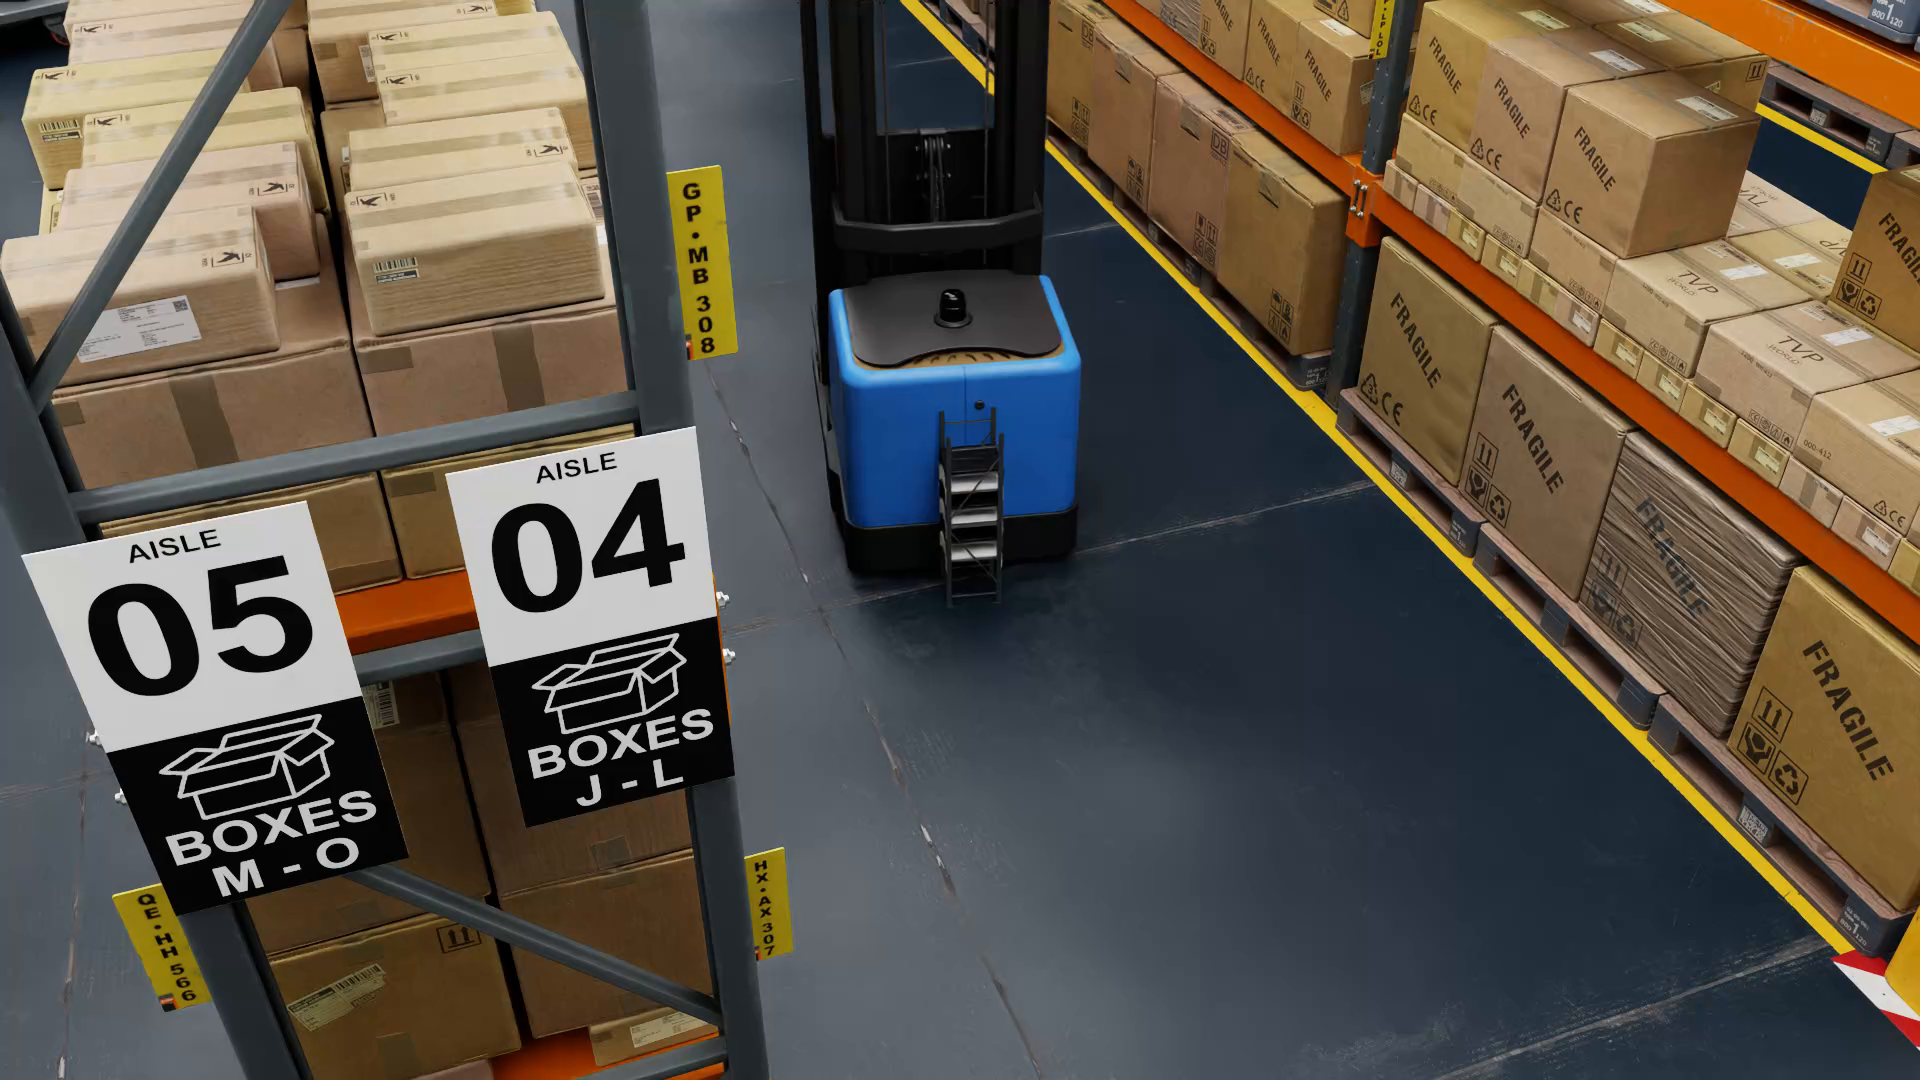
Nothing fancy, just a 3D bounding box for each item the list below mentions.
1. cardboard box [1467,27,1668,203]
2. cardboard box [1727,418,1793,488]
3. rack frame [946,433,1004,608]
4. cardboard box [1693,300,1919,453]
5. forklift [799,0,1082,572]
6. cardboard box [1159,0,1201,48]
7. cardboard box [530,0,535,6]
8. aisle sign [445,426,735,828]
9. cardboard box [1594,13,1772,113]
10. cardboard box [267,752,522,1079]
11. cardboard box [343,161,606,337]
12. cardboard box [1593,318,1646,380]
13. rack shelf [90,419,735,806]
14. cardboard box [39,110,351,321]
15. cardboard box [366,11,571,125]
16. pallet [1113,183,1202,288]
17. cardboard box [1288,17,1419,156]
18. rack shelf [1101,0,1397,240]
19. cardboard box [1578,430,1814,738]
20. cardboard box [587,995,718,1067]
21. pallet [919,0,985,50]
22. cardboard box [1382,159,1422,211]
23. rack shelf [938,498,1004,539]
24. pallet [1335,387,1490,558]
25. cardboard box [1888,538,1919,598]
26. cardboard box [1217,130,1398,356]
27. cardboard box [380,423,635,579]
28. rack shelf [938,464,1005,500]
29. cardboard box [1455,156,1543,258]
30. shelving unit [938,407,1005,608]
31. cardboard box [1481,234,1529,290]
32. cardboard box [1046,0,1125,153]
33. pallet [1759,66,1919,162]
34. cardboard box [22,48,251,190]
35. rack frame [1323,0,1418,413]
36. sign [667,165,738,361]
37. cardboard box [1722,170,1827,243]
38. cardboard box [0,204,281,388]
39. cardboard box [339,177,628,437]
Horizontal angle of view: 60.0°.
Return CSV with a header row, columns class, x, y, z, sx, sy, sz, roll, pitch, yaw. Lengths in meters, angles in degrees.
class,x,y,z,sx,sy,sz,roll,pitch,yaw
cardboard box,2.483,-1.753,6.838,0.500,0.500,0.500,-12,39,-16
cardboard box,2.988,-0.347,5.927,0.380,0.149,0.250,-13,39,-17
rack frame,0.062,-0.069,7.094,0.240,0.900,0.006,-5,37,-6
cardboard box,3.007,-0.590,5.917,0.500,0.250,0.500,-14,39,-17
forklift,-0.187,-1.907,7.846,1.130,2.935,3.031,-5,37,-6
cardboard box,1.461,-3.104,9.294,0.500,0.500,0.500,-12,39,-16
cardboard box,-1.345,-1.276,4.167,0.500,0.250,0.500,-14,39,-18
aisle sign,-0.612,0.173,2.867,0.394,0.787,0.004,-12,39,-16
cardboard box,2.974,-1.868,6.991,0.500,0.500,0.500,-12,39,-15
cardboard box,-1.315,0.873,3.768,0.500,0.500,0.500,-12,39,-15
cardboard box,-0.817,-0.495,2.799,0.380,0.149,0.250,-13,39,-16
cardboard box,2.724,-0.781,6.502,0.380,0.149,0.250,-14,39,-17
rack shelf,-1.607,-0.809,4.435,1.077,0.370,4.000,-12,39,-16
cardboard box,-1.494,-0.602,3.272,0.500,0.250,0.500,-13,39,-17
cardboard box,-0.995,-0.949,3.401,0.380,0.149,0.250,-12,39,-15
pallet,1.636,-1.994,10.222,1.003,0.211,1.213,-12,39,-16
cardboard box,1.979,-2.245,8.154,0.500,0.500,0.500,-12,39,-16
rack shelf,1.708,-2.840,9.625,1.077,0.370,4.000,-12,39,-16
cardboard box,3.164,0.084,6.562,0.875,0.875,0.875,-12,39,-16
cardboard box,-0.723,1.081,4.030,0.380,0.149,0.250,-13,39,-16
pallet,0.336,-4.273,13.248,1.003,0.211,1.213,-12,39,-16
cardboard box,2.186,-1.661,7.671,0.380,0.149,0.250,-12,39,-16
rack shelf,0.048,-0.103,7.194,0.258,0.077,0.200,-5,37,-6
pallet,2.585,-0.438,8.156,1.003,0.211,1.213,-12,39,-16
cardboard box,3.250,0.083,5.356,0.380,0.149,0.250,-12,39,-15
cardboard box,2.157,-1.674,8.896,1.225,0.875,0.875,-12,39,-16
cardboard box,-0.834,-0.213,3.171,0.500,0.250,0.500,-11,38,-14
rack shelf,0.048,-0.247,7.086,0.258,0.077,0.200,-5,37,-6
cardboard box,2.478,-1.455,7.066,0.500,0.250,0.500,-13,39,-16
shelving unit,0.048,-0.130,7.174,0.258,0.900,0.210,-5,37,-6
cardboard box,2.460,-1.216,7.080,0.380,0.149,0.250,-13,39,-17
cardboard box,1.238,-3.182,10.898,1.225,0.875,0.875,-14,39,-18
pallet,6.397,-3.044,11.616,1.003,0.211,1.213,-12,39,-16
cardboard box,-1.584,-0.823,3.235,0.380,0.149,0.250,-12,39,-15
rack frame,2.396,-1.998,7.909,1.000,3.000,0.127,-12,39,-16
sign,-0.410,-0.428,2.605,0.100,0.325,0.005,-12,39,-16
cardboard box,3.151,-1.281,6.835,0.500,0.250,0.500,-12,39,-15
cardboard box,-1.309,-0.392,2.662,0.380,0.149,0.250,-13,39,-16
cardboard box,-0.830,-0.413,3.022,0.500,0.250,0.500,-12,39,-15
